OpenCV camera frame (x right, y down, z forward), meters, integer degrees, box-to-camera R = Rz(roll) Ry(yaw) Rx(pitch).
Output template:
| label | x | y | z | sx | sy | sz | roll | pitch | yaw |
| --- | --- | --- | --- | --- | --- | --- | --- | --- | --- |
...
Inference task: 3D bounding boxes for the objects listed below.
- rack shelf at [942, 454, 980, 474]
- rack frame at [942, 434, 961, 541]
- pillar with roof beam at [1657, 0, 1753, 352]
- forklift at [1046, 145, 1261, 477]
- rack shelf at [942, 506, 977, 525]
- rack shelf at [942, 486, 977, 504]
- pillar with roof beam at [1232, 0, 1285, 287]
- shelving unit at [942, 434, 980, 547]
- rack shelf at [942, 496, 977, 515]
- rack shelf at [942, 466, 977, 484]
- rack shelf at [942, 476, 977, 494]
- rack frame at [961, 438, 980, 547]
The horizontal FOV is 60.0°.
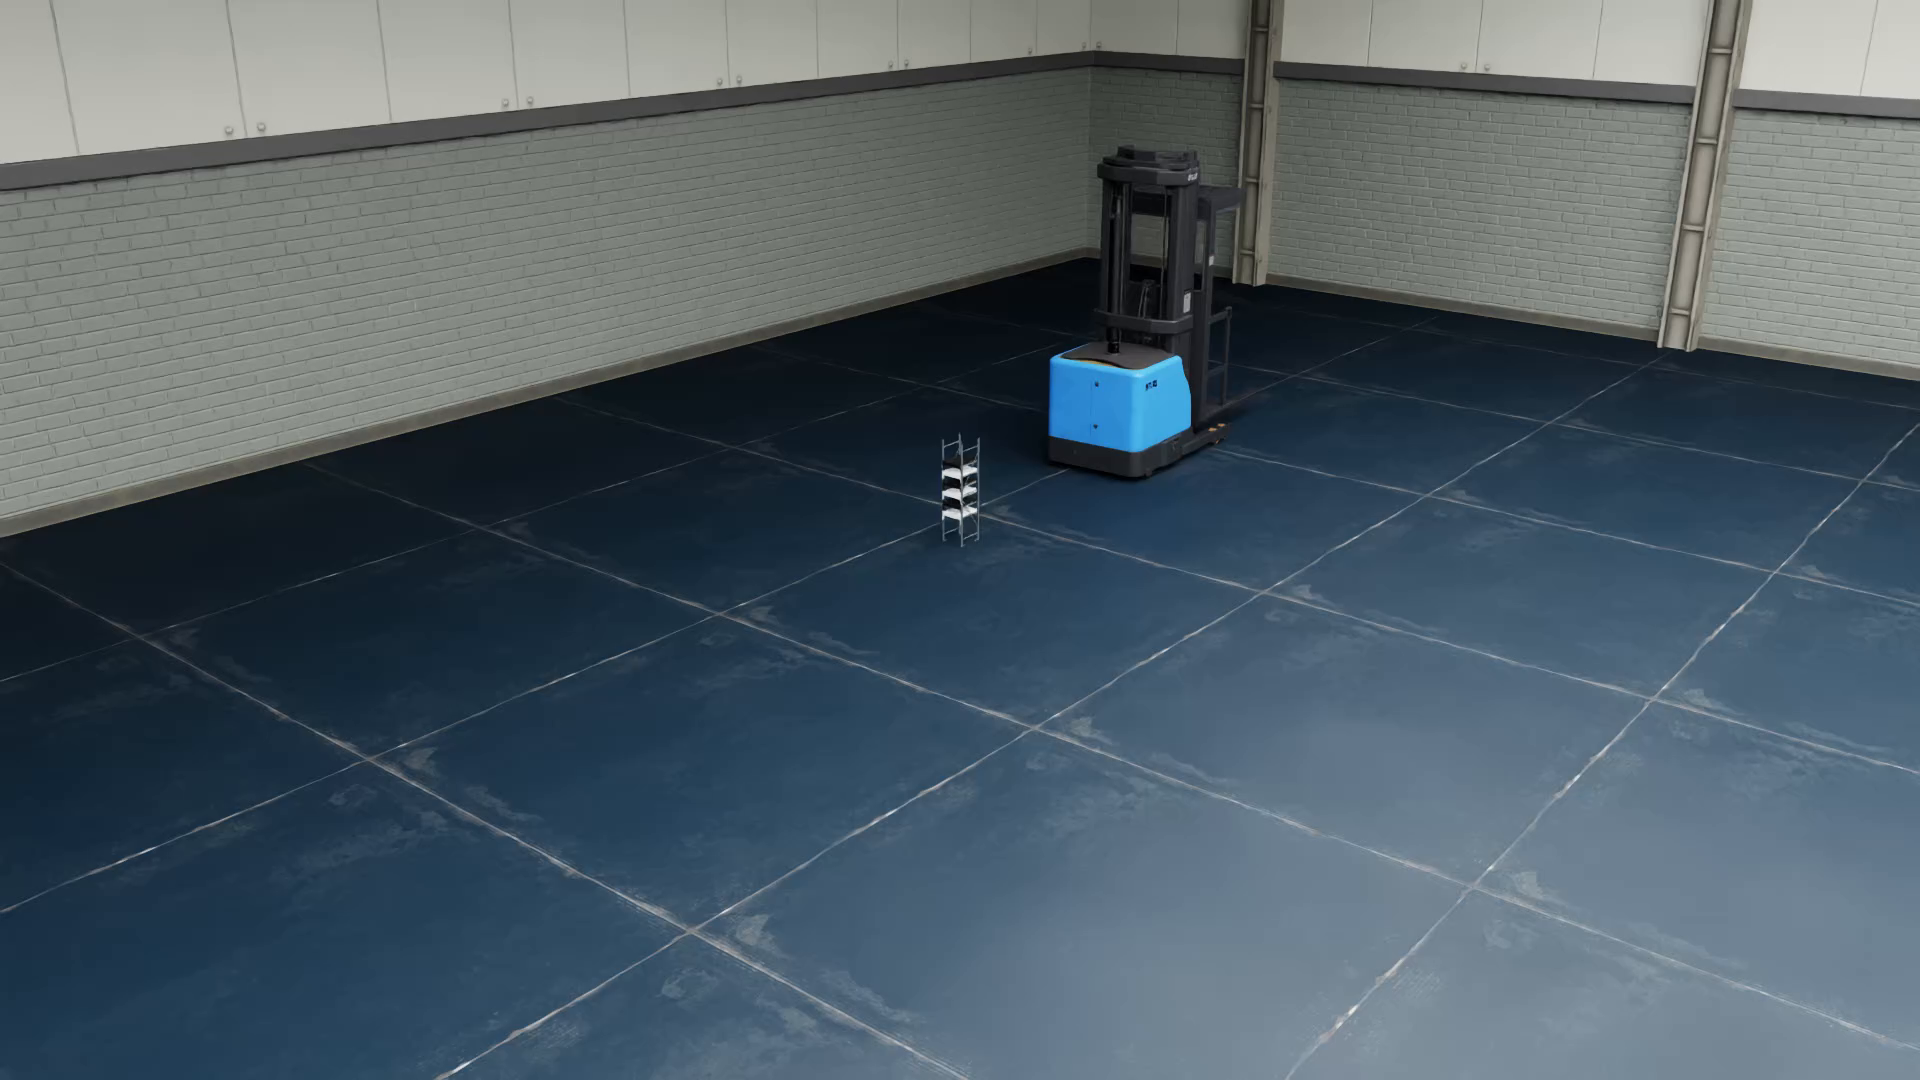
| label | x | y | z | sx | sy | sz | roll | pitch | yaw |
| --- | --- | --- | --- | --- | --- | --- | --- | --- | --- |
| rack shelf | 0.006 | -0.641 | 13.921 | 0.200 | 0.077 | 0.258 | 16 | 26 | 36 |
| rack frame | -0.072 | -0.442 | 14.065 | 0.006 | 0.900 | 0.240 | 16 | 26 | 36 |
| pillar with roof beam | 6.098 | -5.403 | 15.742 | 0.400 | 9.000 | 9.100 | 16 | 26 | 36 |
| forklift | 2.091 | -2.419 | 16.428 | 1.130 | 2.935 | 3.031 | 14 | 25 | 33 |
| rack shelf | 0.006 | -0.220 | 14.080 | 0.200 | 0.077 | 0.258 | 16 | 26 | 36 |
| rack shelf | 0.006 | -0.388 | 14.016 | 0.200 | 0.077 | 0.258 | 16 | 26 | 36 |
| pillar with roof beam | 1.449 | -6.742 | 19.292 | 0.400 | 9.000 | 9.100 | 16 | 26 | 36 |
| shelving unit | 0.006 | -0.419 | 14.005 | 0.210 | 0.900 | 0.258 | 16 | 26 | 36 |
| rack shelf | 0.006 | -0.304 | 14.048 | 0.200 | 0.077 | 0.258 | 16 | 26 | 36 |
| rack shelf | 0.006 | -0.556 | 13.953 | 0.200 | 0.077 | 0.258 | 16 | 26 | 36 |
| rack shelf | 0.006 | -0.472 | 13.985 | 0.200 | 0.077 | 0.258 | 16 | 26 | 36 |
| rack frame | 0.085 | -0.397 | 13.944 | 0.006 | 0.900 | 0.240 | 16 | 26 | 36 |
